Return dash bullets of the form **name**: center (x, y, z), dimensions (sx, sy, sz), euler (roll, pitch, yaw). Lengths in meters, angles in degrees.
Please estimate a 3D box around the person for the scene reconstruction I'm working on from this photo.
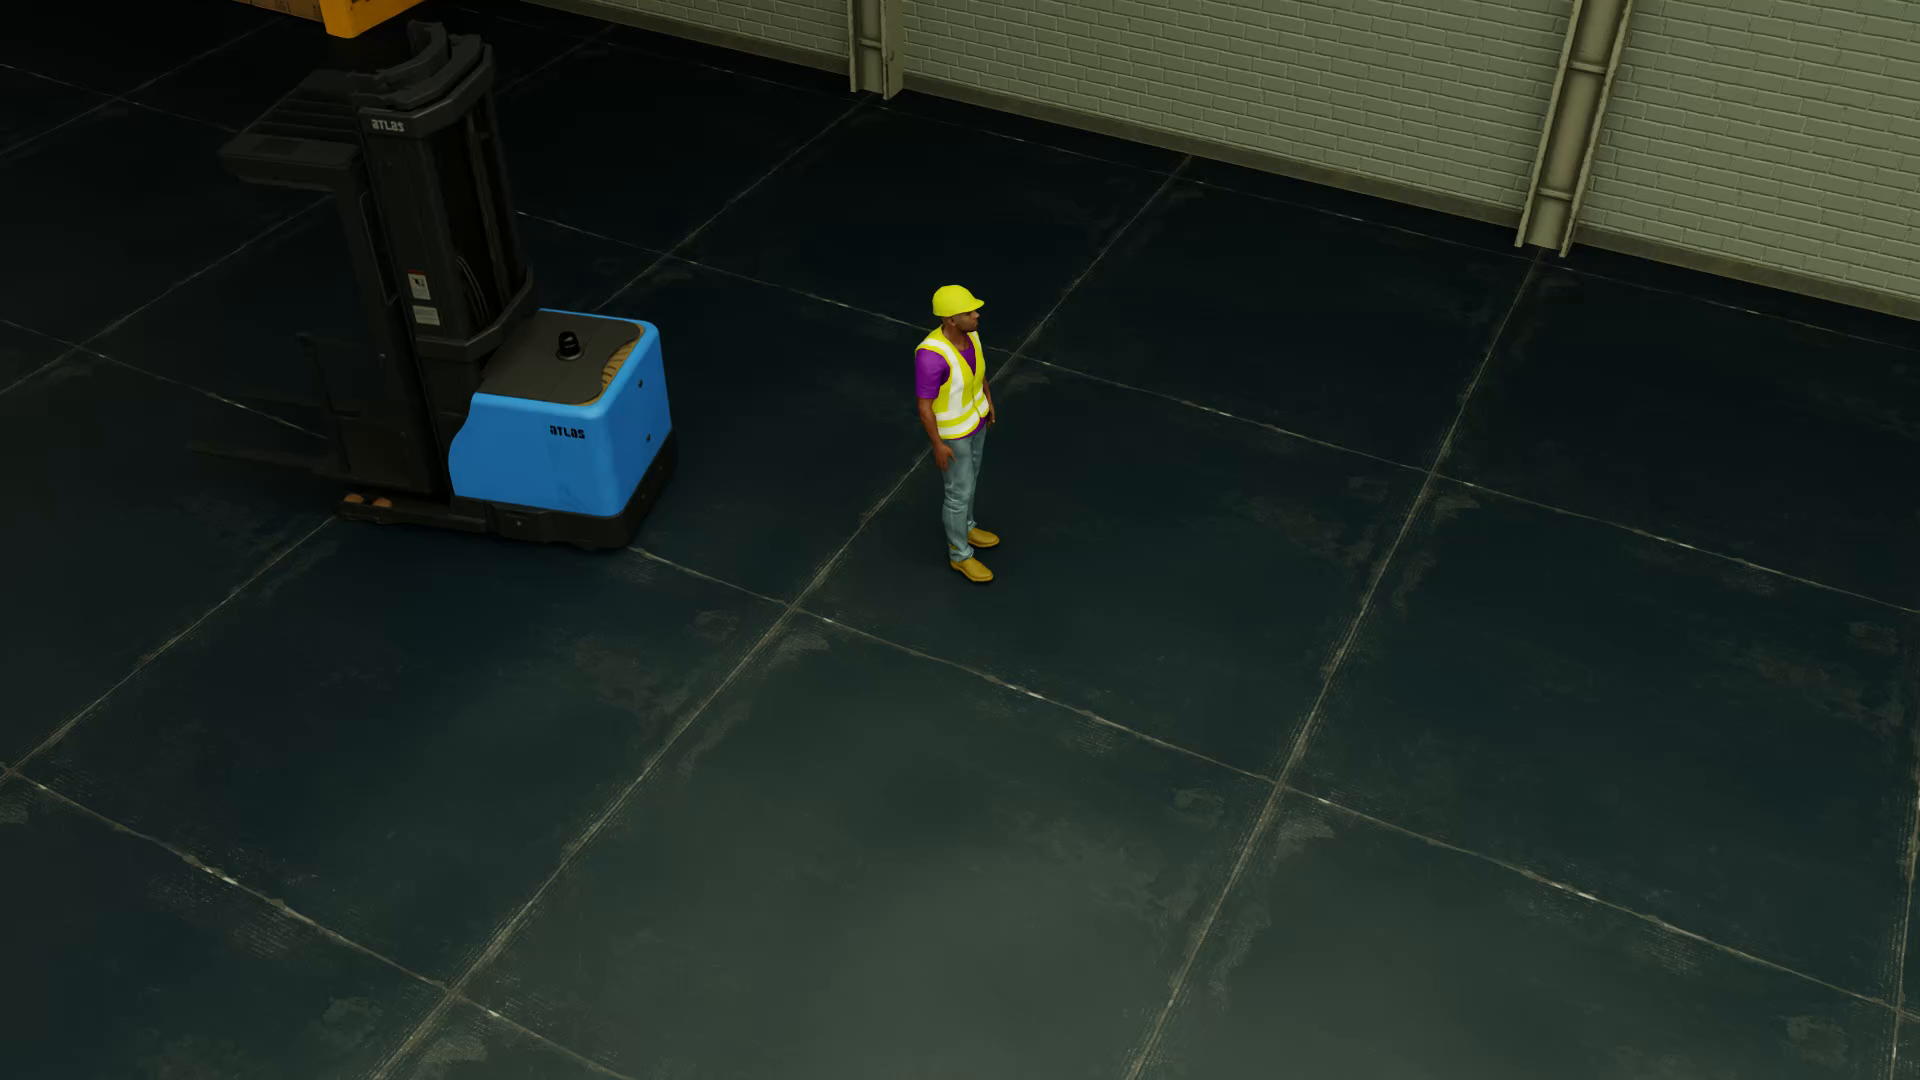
- **person**: center (0.060, -0.655, 9.662), dimensions (0.575, 1.761, 0.666), euler (18, 43, 21)

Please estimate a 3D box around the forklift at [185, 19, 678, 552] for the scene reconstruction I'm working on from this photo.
- **forklift**: center (-3.401, -1.540, 9.815), dimensions (3.031, 2.935, 1.130), euler (8, 41, 10)
